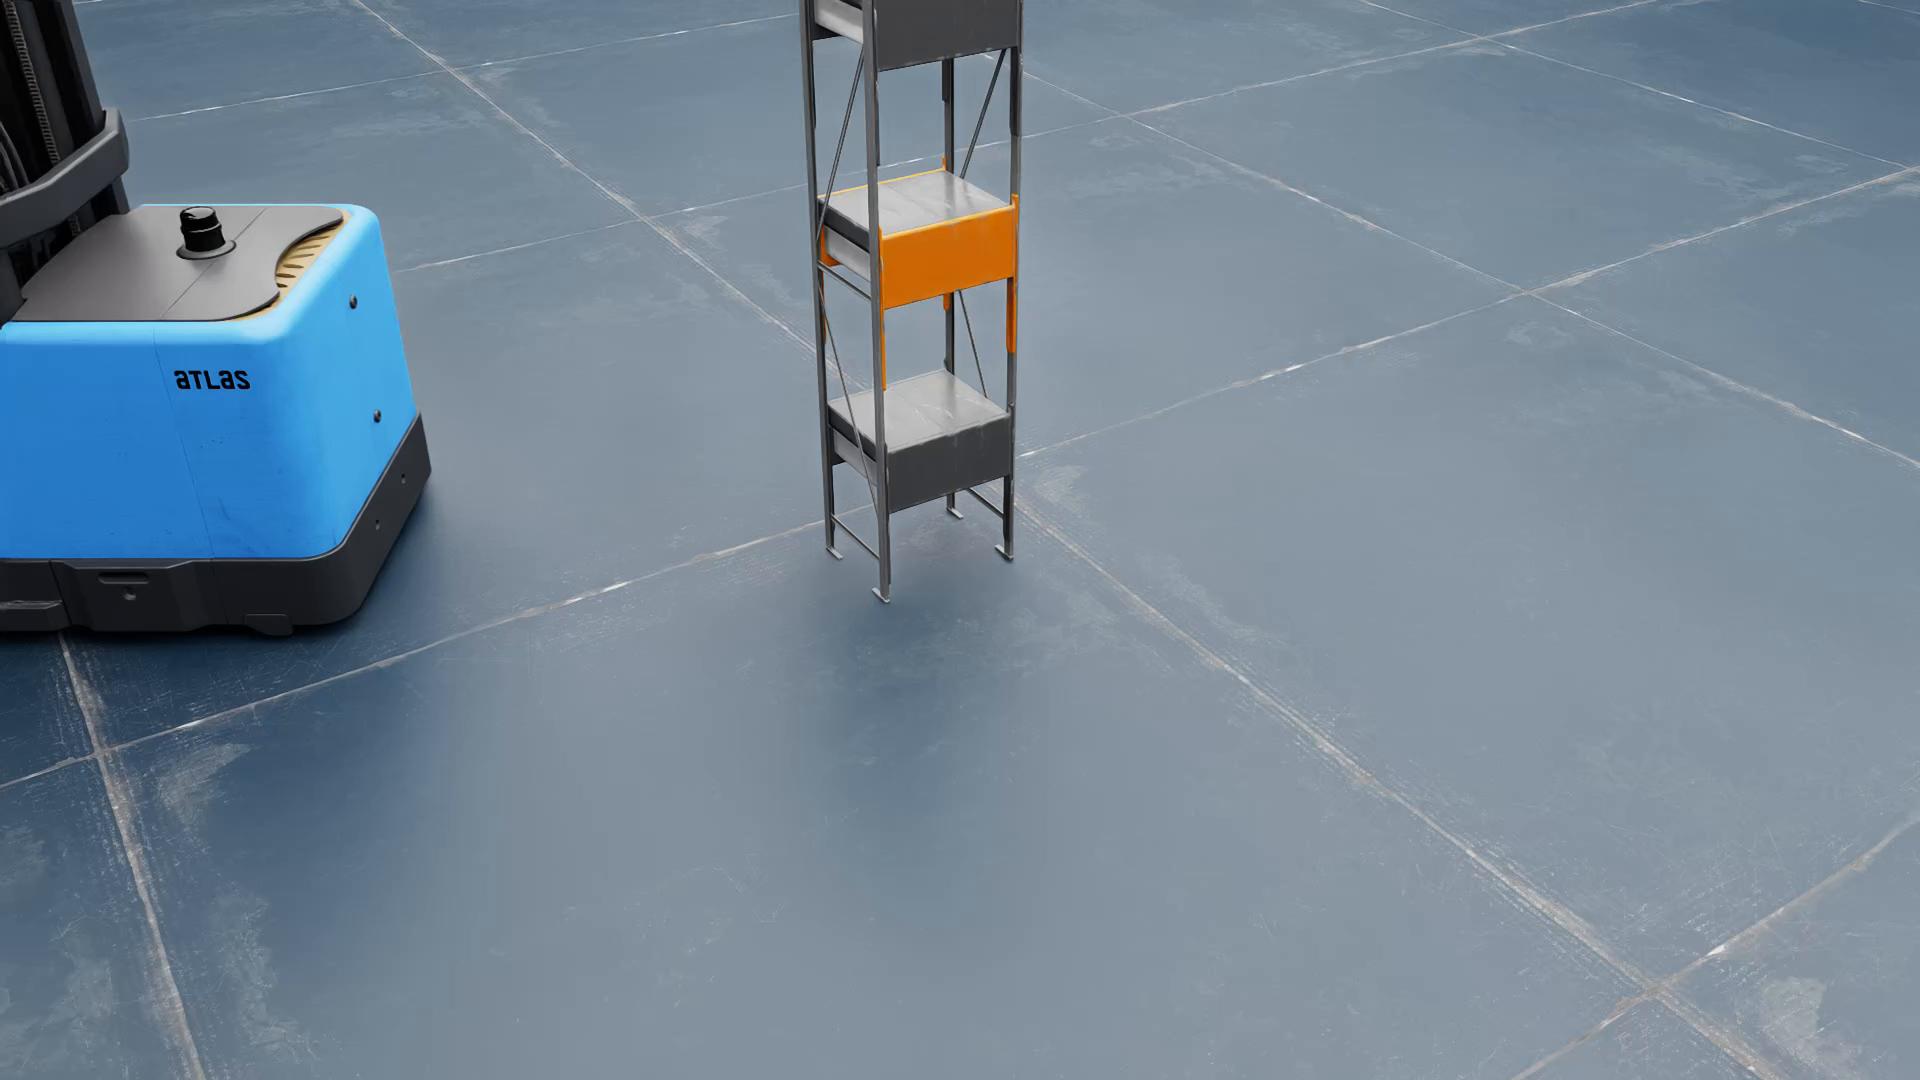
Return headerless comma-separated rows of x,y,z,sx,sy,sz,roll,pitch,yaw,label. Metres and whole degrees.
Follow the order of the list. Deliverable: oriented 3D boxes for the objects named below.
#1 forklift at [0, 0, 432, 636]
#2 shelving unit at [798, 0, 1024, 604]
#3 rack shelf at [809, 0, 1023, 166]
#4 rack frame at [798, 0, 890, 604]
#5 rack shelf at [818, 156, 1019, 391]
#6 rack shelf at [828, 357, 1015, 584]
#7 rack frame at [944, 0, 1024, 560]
-3.421,-1.192,4.893,3.031,2.935,1.130,0,32,0,forklift
-0.139,-0.840,5.114,0.503,2.100,0.431,-19,37,-27,shelving unit
-0.139,-1.421,4.748,0.480,0.518,0.431,-19,37,-27,rack shelf
-0.344,-0.770,5.002,0.015,2.100,0.400,-19,37,-27,rack frame
-0.139,-0.829,5.121,0.480,0.518,0.431,-19,37,-27,rack shelf
-0.139,-0.237,5.495,0.480,0.518,0.431,-19,37,-27,rack shelf
0.066,-0.911,5.226,0.015,2.100,0.400,-19,37,-27,rack frame
